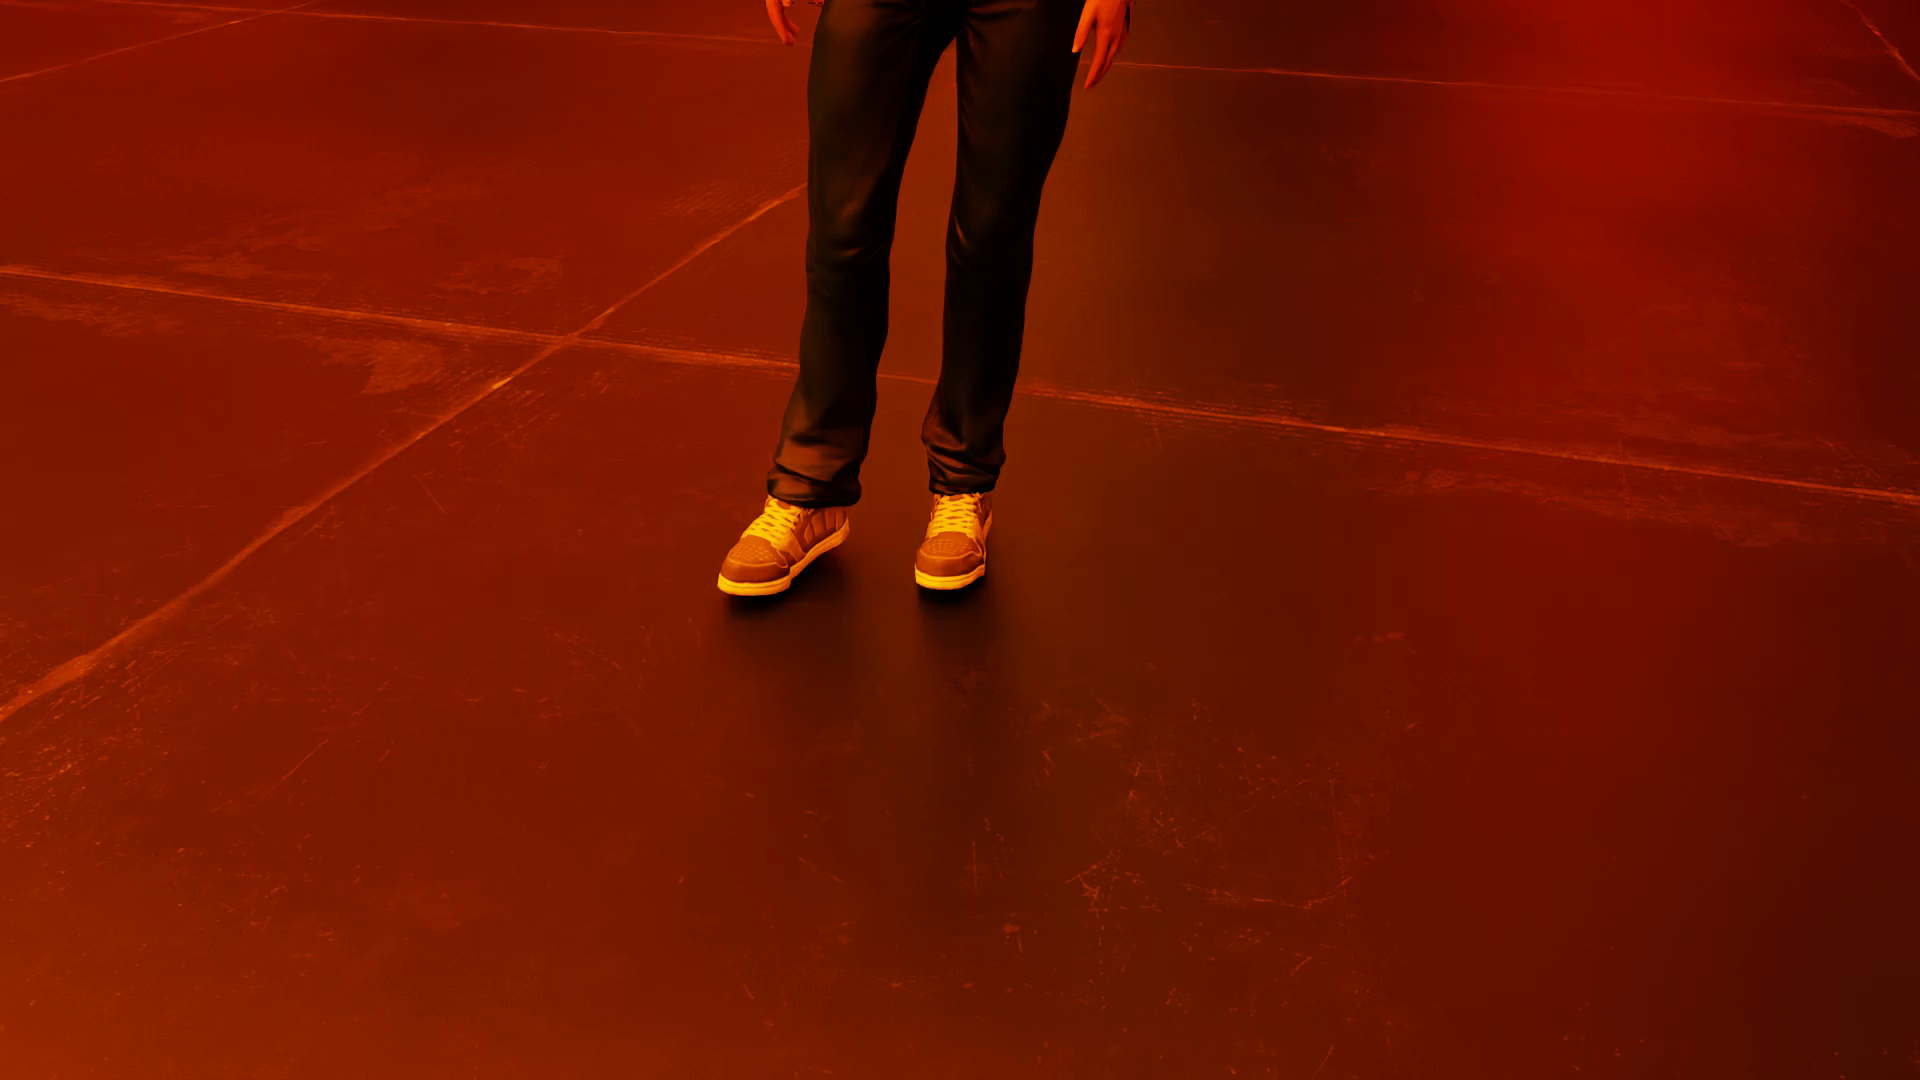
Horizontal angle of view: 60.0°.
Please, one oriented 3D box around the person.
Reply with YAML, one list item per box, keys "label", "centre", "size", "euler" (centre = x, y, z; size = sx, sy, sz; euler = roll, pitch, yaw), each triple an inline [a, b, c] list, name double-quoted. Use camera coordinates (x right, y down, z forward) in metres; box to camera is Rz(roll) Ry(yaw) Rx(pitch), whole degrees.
- label: "person"
  centre: [-0.039, -0.687, 2.075]
  size: [0.514, 1.599, 0.473]
  euler: [8, 28, 16]
